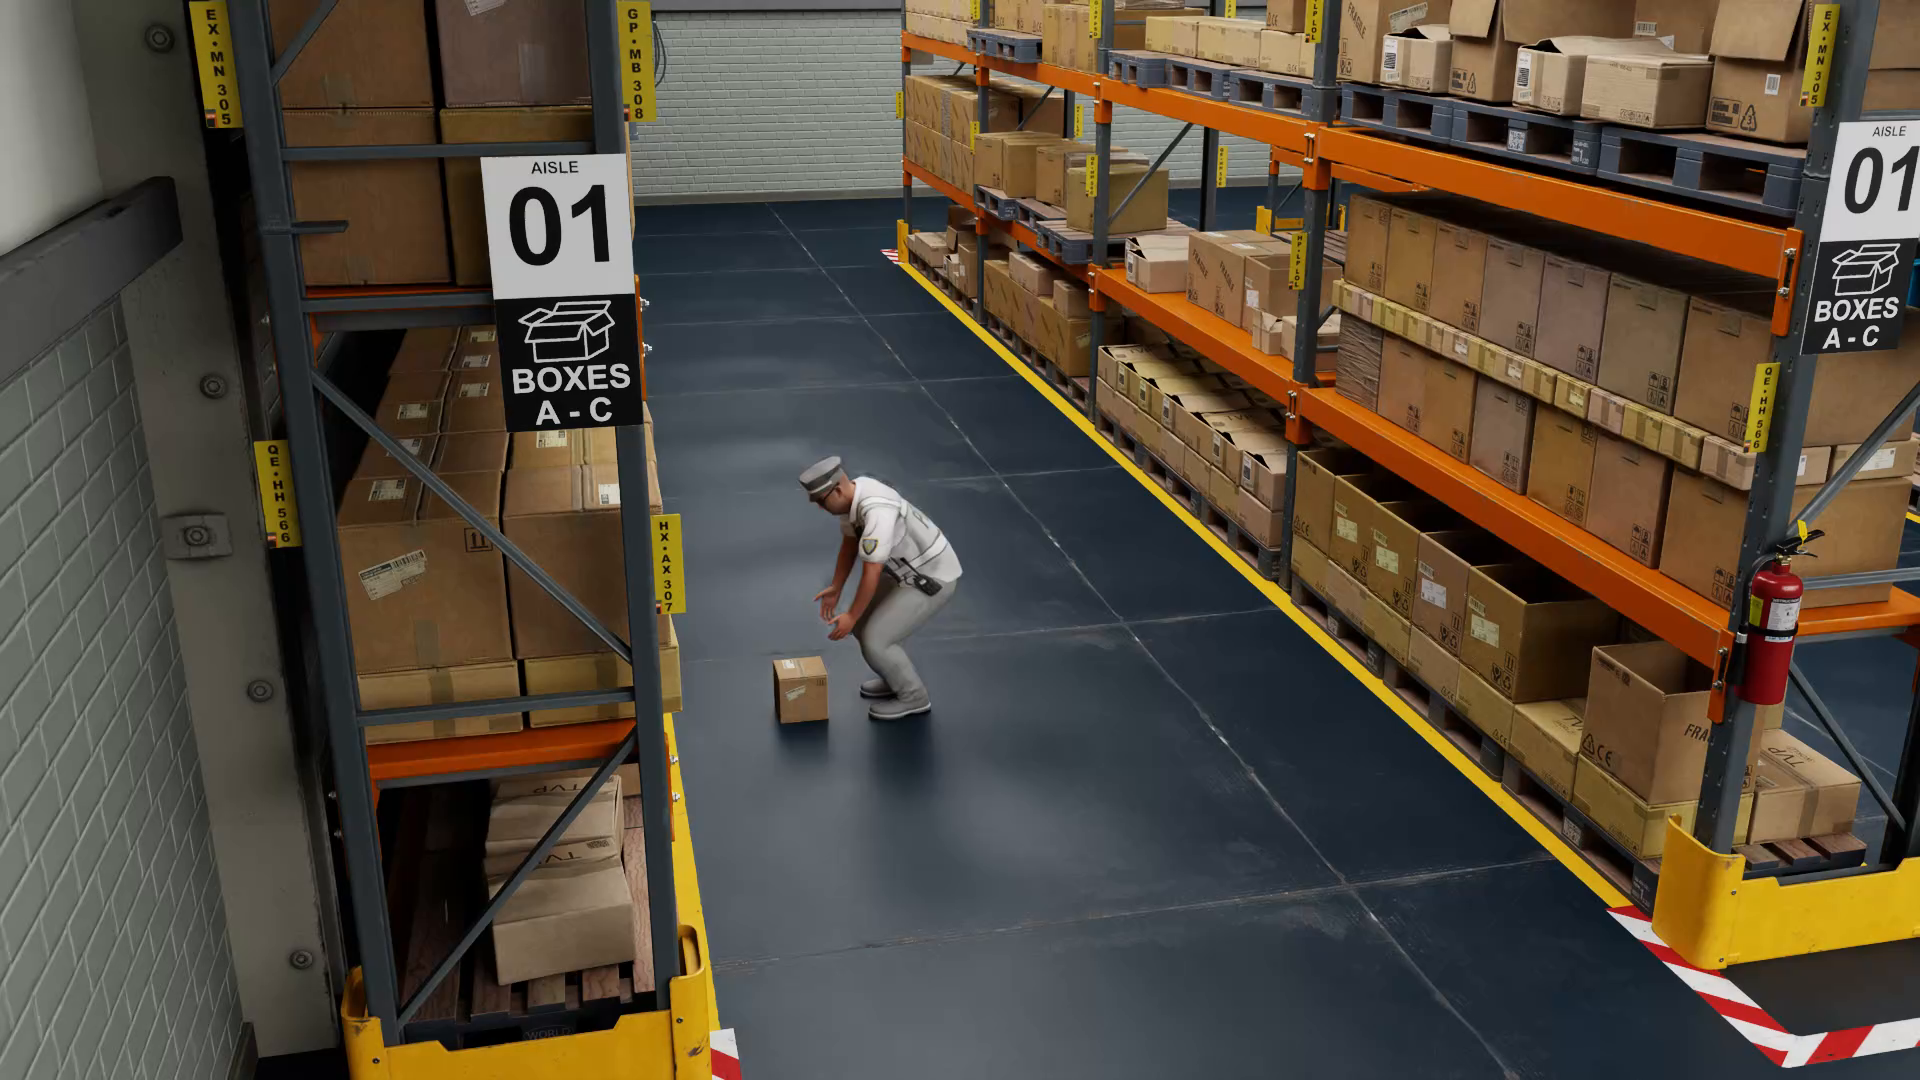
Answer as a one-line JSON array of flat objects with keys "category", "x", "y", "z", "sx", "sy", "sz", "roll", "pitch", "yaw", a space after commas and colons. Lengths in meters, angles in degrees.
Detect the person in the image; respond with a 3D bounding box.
[{"category": "person", "x": -0.401, "y": 0.226, "z": 8.490, "sx": 0.826, "sy": 1.381, "sz": 0.590, "roll": -4, "pitch": 20, "yaw": -12}]
